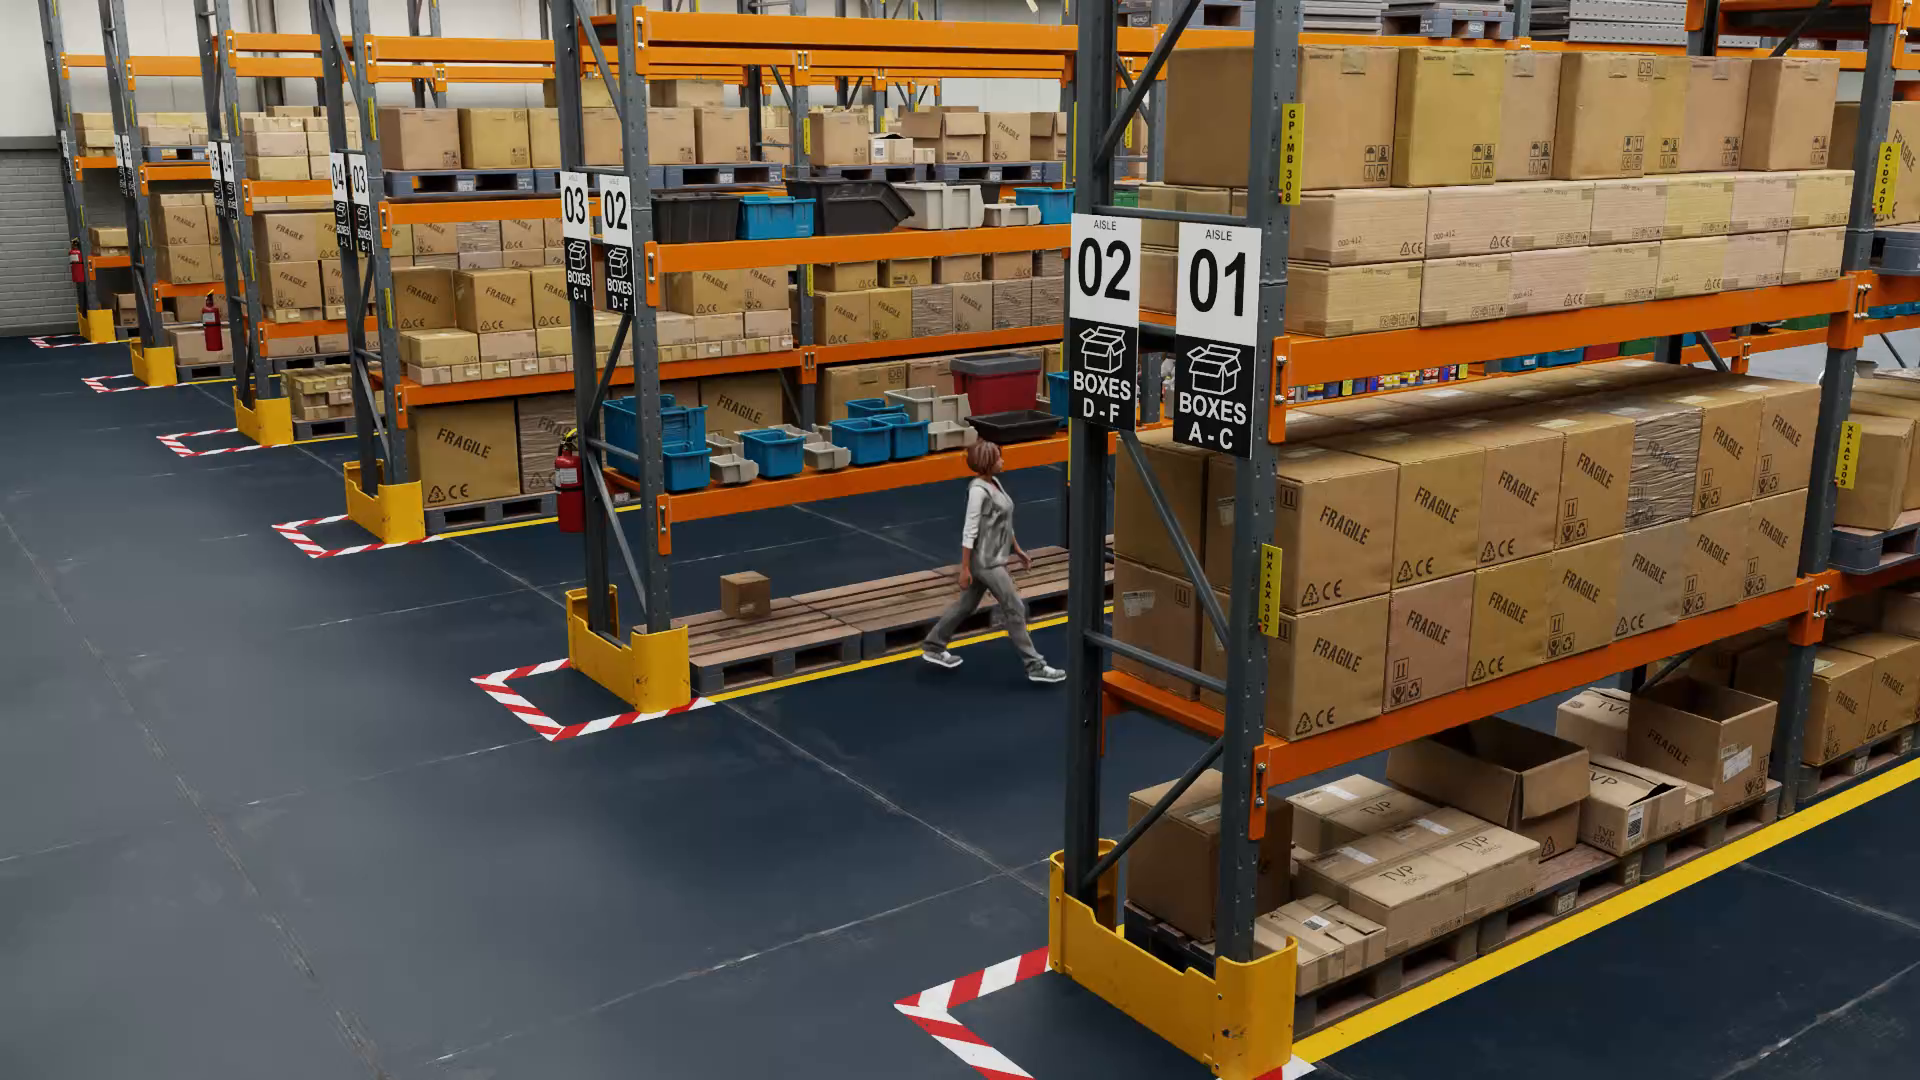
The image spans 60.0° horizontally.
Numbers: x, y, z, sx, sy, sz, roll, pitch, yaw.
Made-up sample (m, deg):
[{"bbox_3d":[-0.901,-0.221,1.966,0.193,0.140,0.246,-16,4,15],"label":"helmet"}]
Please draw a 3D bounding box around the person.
[{"bbox_3d":[0.222,0.117,10.553,0.988,1.528,0.448,2,15,8],"label":"person"}]
